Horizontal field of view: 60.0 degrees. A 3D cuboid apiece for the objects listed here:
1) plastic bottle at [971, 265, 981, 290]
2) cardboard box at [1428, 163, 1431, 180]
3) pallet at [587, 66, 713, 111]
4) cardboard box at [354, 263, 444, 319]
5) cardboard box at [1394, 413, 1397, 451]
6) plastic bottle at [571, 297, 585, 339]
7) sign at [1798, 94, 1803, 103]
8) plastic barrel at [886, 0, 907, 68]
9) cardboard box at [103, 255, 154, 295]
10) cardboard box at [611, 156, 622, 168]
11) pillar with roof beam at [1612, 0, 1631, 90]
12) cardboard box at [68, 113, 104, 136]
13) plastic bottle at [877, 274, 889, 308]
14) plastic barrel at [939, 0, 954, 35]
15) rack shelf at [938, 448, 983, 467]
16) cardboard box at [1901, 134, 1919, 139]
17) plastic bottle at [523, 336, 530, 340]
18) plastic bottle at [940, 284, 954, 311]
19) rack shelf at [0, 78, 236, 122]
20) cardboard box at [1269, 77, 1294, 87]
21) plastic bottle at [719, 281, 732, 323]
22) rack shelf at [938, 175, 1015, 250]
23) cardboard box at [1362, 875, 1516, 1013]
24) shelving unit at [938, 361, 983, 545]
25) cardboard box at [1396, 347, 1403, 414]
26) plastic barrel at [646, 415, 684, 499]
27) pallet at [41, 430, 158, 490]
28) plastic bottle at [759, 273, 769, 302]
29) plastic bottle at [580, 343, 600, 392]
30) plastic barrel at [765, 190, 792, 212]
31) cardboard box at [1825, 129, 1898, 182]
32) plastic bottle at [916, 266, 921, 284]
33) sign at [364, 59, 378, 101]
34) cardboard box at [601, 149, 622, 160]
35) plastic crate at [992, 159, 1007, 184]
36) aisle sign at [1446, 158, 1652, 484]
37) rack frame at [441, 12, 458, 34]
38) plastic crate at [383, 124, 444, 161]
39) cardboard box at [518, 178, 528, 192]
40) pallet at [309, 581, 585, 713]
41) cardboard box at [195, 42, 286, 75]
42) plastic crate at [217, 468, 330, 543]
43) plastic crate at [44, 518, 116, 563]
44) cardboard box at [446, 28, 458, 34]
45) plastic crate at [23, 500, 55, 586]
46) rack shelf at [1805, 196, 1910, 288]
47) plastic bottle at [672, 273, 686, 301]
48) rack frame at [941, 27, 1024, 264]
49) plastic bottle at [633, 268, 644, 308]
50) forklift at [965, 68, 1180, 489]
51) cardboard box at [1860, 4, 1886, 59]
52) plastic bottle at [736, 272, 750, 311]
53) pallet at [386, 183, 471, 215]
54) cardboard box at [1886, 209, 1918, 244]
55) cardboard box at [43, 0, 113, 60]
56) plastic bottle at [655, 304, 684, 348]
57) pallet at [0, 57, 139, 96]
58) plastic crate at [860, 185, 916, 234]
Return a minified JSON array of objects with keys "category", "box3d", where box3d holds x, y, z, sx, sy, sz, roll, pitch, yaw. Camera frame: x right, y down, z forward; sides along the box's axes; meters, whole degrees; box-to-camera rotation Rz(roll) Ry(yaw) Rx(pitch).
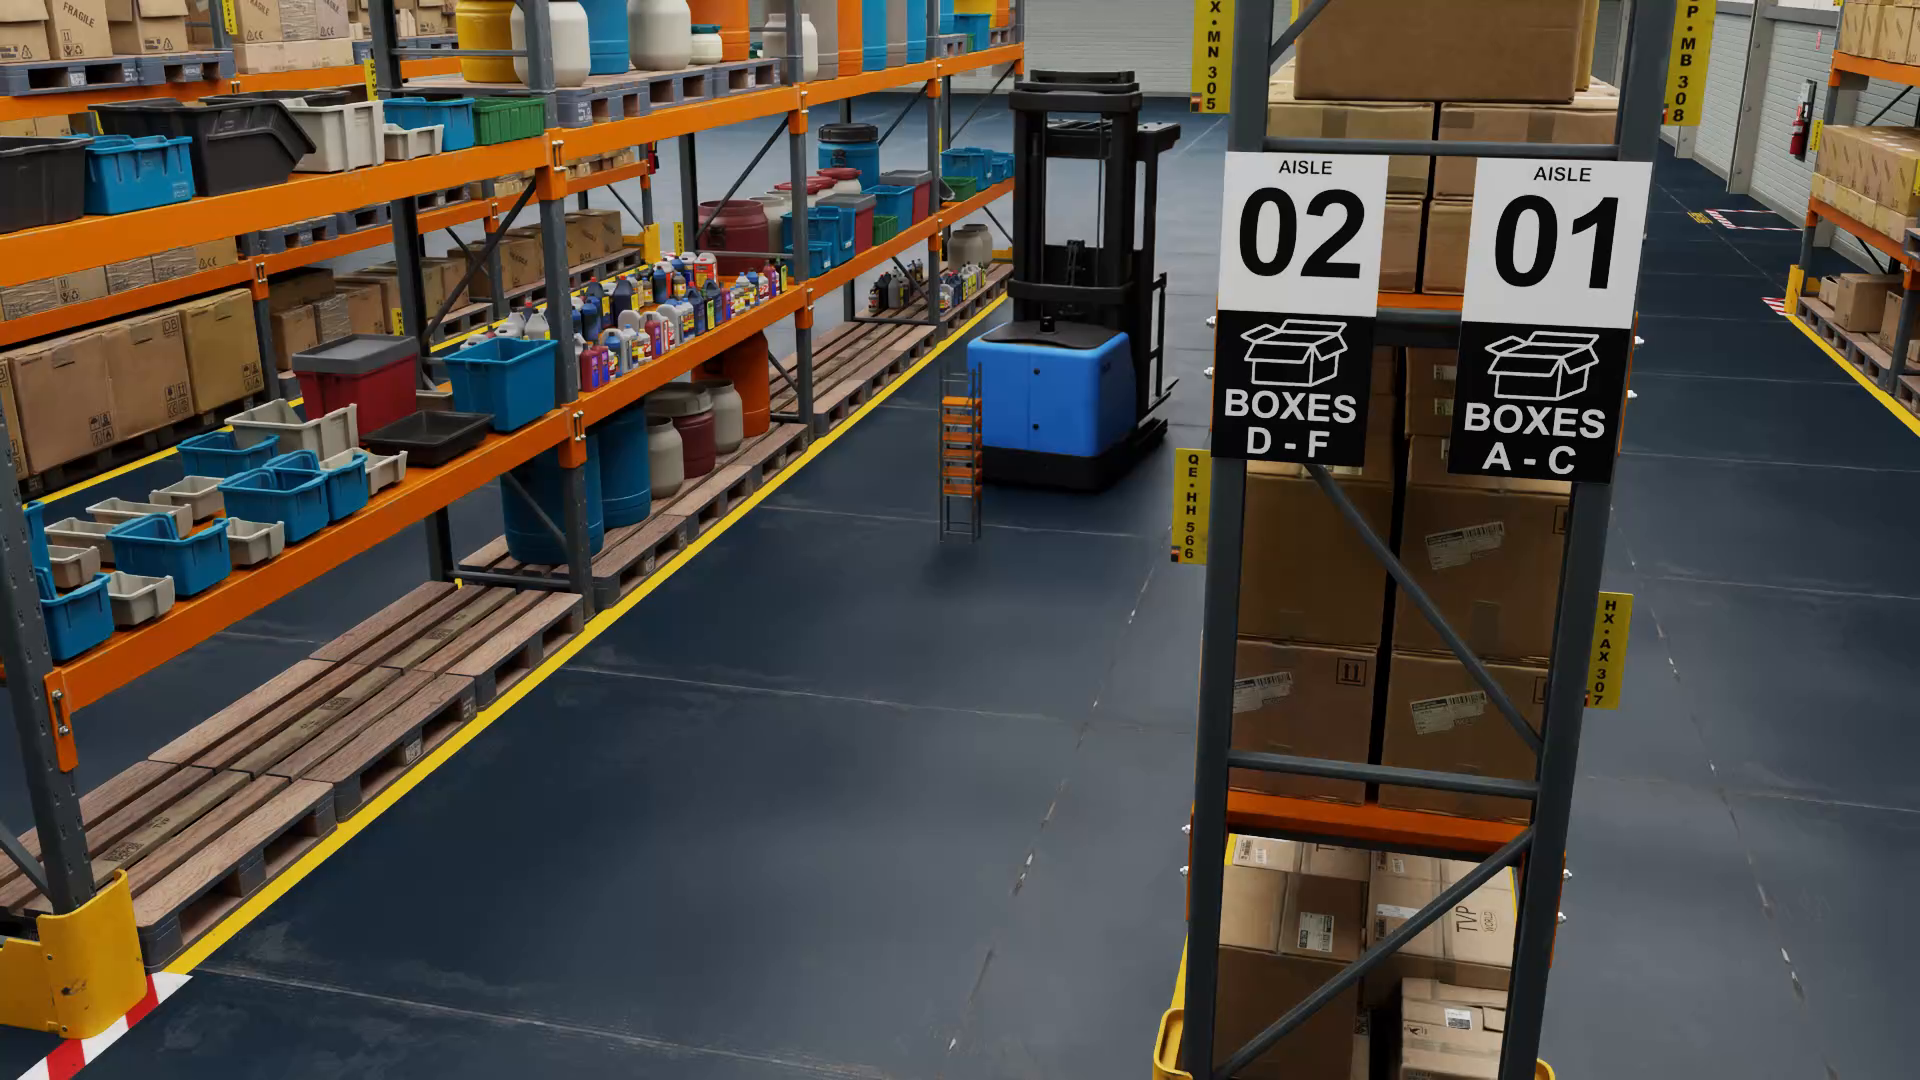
[{"category":"plastic bottle","box3d":[0.159,-2.981,18.809,0.152,0.276,0.135,5,19,14]},{"category":"cardboard box","box3d":[1.671,-0.987,5.028,0.500,0.250,0.500,5,19,13]},{"category":"pallet","box3d":[-2.290,-2.927,10.769,1.003,0.211,1.213,5,19,13]},{"category":"cardboard box","box3d":[-5.815,-2.573,17.267,0.700,0.500,0.500,5,19,13]},{"category":"cardboard box","box3d":[2.143,-0.304,7.284,0.500,0.500,0.500,5,20,15]},{"category":"plastic bottle","box3d":[-2.576,-1.466,11.031,0.152,0.276,0.135,5,19,13]},{"category":"sign","box3d":[12.878,-6.763,25.473,0.001,0.109,0.331,5,19,13]},{"category":"plastic barrel","box3d":[-0.780,-4.771,15.098,0.600,0.901,0.600,0,19,0]},{"category":"cardboard box","box3d":[-6.618,-2.187,12.796,0.500,0.500,0.500,4,19,12]},{"category":"cardboard box","box3d":[-4.474,-4.755,20.857,0.380,0.149,0.250,5,19,13]},{"category":"pillar with roof beam","box3d":[13.701,-16.261,44.873,9.100,9.000,0.400,5,19,13]},{"category":"cardboard box","box3d":[-10.171,-5.005,19.297,0.875,0.550,0.550,5,19,13]},{"category":"plastic bottle","box3d":[-0.829,-2.675,17.796,0.144,0.351,0.185,4,19,12]},{"category":"plastic barrel","box3d":[-0.359,-5.655,17.036,0.600,0.901,0.708,5,19,13]},{"category":"rack shelf","box3d":[0.004,-0.530,11.021,0.258,0.103,0.180,5,19,13]},{"category":"cardboard box","box3d":[9.714,-3.776,16.644,0.500,0.500,0.500,4,19,12]},{"category":"plastic bottle","box3d":[-2.663,-1.154,10.232,0.097,0.201,0.097,0,19,0]},{"category":"plastic bottle","box3d":[-0.151,-2.584,17.644,0.152,0.276,0.135,5,20,15]},{"category":"rack shelf","box3d":[-6.975,-3.085,12.052,1.077,0.370,4.000,5,19,13]},{"category":"cardboard box","box3d":[1.164,-1.265,5.068,0.500,0.250,0.500,5,19,13]},{"category":"plastic bottle","box3d":[-1.648,-1.668,11.611,0.061,0.283,0.133,5,19,13]},{"category":"rack shelf","box3d":[-0.218,-3.782,18.733,1.077,0.370,4.000,5,19,13]},{"category":"cardboard box","box3d":[1.694,1.446,5.886,0.500,0.250,0.500,5,19,13]},{"category":"shelving unit","box3d":[0.004,-0.572,11.007,0.258,1.200,0.189,5,19,13]},{"category":"cardboard box","box3d":[2.146,-0.777,7.119,0.500,0.500,0.500,4,19,12]},{"category":"plastic barrel","box3d":[-2.114,-0.571,11.417,0.421,0.512,0.421,0,19,0]},{"category":"pallet","box3d":[-7.052,-0.691,12.884,1.003,0.211,1.213,5,19,13]},{"category":"plastic bottle","box3d":[-1.471,-1.880,12.359,0.097,0.201,0.097,0,19,0]},{"category":"plastic bottle","box3d":[-2.158,-1.014,9.697,0.061,0.283,0.133,5,19,13]},{"category":"plastic barrel","box3d":[-1.537,-2.766,14.472,0.421,0.512,0.421,0,19,0]},{"category":"cardboard box","box3d":[9.339,-3.980,17.241,0.500,0.500,0.500,5,19,14]},{"category":"plastic bottle","box3d":[-0.500,-3.057,19.146,0.097,0.201,0.097,0,19,0]},{"category":"sign","box3d":[-3.194,-2.456,9.082,0.100,0.325,0.005,5,19,13]},{"category":"cardboard box","box3d":[-4.699,-4.992,20.548,0.875,0.500,0.500,5,19,13]},{"category":"plastic crate","box3d":[0.275,-4.295,19.352,0.499,0.251,0.408,5,19,13]},{"category":"aisle sign","box3d":[1.432,-0.528,4.070,0.394,0.787,0.004,5,19,13]},{"category":"rack frame","box3d":[-5.509,-6.726,16.956,1.000,3.000,0.127,5,19,13]},{"category":"plastic crate","box3d":[-2.603,-1.854,7.743,0.293,0.136,0.466,5,19,13]},{"category":"cardboard box","box3d":[-5.057,-3.969,18.557,0.380,0.149,0.250,5,19,13]},{"category":"pallet","box3d":[-2.803,0.565,9.207,1.003,0.211,1.213,5,19,13]},{"category":"cardboard box","box3d":[-6.125,-4.109,14.167,0.500,0.250,0.500,5,19,14]},{"category":"plastic crate","box3d":[-2.937,-0.148,7.145,0.416,0.233,0.300,5,19,13]},{"category":"plastic crate","box3d":[-3.530,0.002,6.855,0.396,0.136,0.243,5,19,13]},{"category":"cardboard box","box3d":[-5.151,-5.356,17.819,0.500,0.250,0.500,4,19,11]},{"category":"plastic crate","box3d":[-3.738,0.101,6.104,0.616,0.435,0.499,5,19,13]},{"category":"rack shelf","box3d":[9.389,-3.000,16.442,1.077,0.370,4.000,5,19,13]},{"category":"plastic bottle","box3d":[-2.090,-1.889,12.384,0.097,0.201,0.097,0,19,0]},{"category":"rack frame","box3d":[0.271,-4.749,20.452,1.000,3.000,0.127,5,19,13]},{"category":"plastic bottle","box3d":[-2.349,-1.821,12.058,0.061,0.283,0.133,5,19,13]},{"category":"forklift","box3d":[1.054,-2.198,13.087,1.130,2.935,3.031,7,20,21]},{"category":"cardboard box","box3d":[9.265,-5.030,16.446,0.500,0.500,0.500,6,20,16]},{"category":"plastic bottle","box3d":[-1.566,-1.791,11.991,0.097,0.271,0.097,0,19,0]},{"category":"pallet","box3d":[-5.837,-3.568,17.289,1.003,0.211,1.213,5,19,13]},{"category":"cardboard box","box3d":[8.722,-2.824,15.016,0.500,0.250,0.500,5,19,14]},{"category":"cardboard box","box3d":[-6.691,-3.824,12.298,0.500,0.500,0.500,6,20,16]},{"category":"plastic bottle","box3d":[-1.896,-1.407,10.859,0.152,0.276,0.135,5,19,13]},{"category":"pallet","box3d":[-6.863,-3.406,12.171,1.003,0.211,1.213,6,20,16]},{"category":"plastic crate","box3d":[-0.674,-3.118,15.699,0.392,0.384,0.575,5,19,13]}]
